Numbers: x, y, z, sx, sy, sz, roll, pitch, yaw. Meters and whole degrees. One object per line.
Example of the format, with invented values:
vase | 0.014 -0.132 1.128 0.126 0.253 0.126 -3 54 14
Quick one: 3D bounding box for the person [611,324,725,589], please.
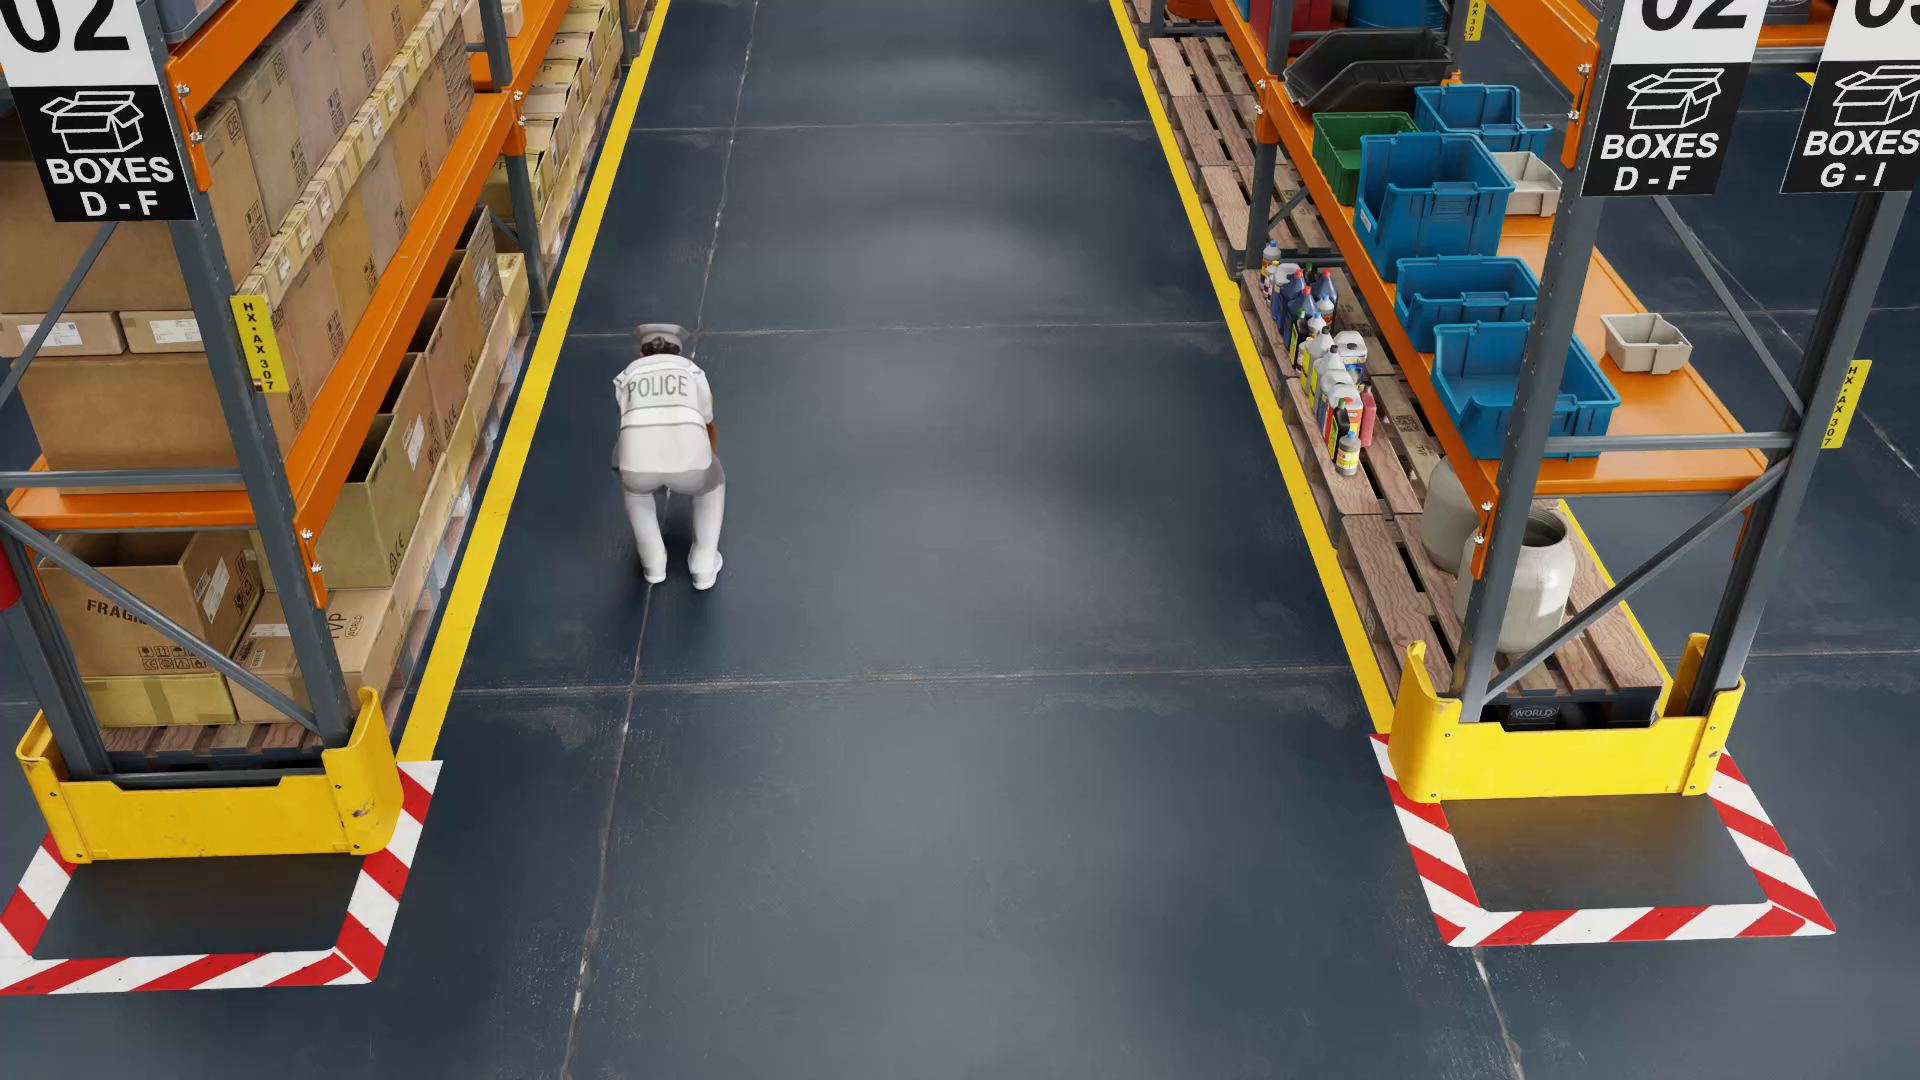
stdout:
person | -1.259 -0.357 7.229 0.455 0.993 0.930 -3 36 -4
